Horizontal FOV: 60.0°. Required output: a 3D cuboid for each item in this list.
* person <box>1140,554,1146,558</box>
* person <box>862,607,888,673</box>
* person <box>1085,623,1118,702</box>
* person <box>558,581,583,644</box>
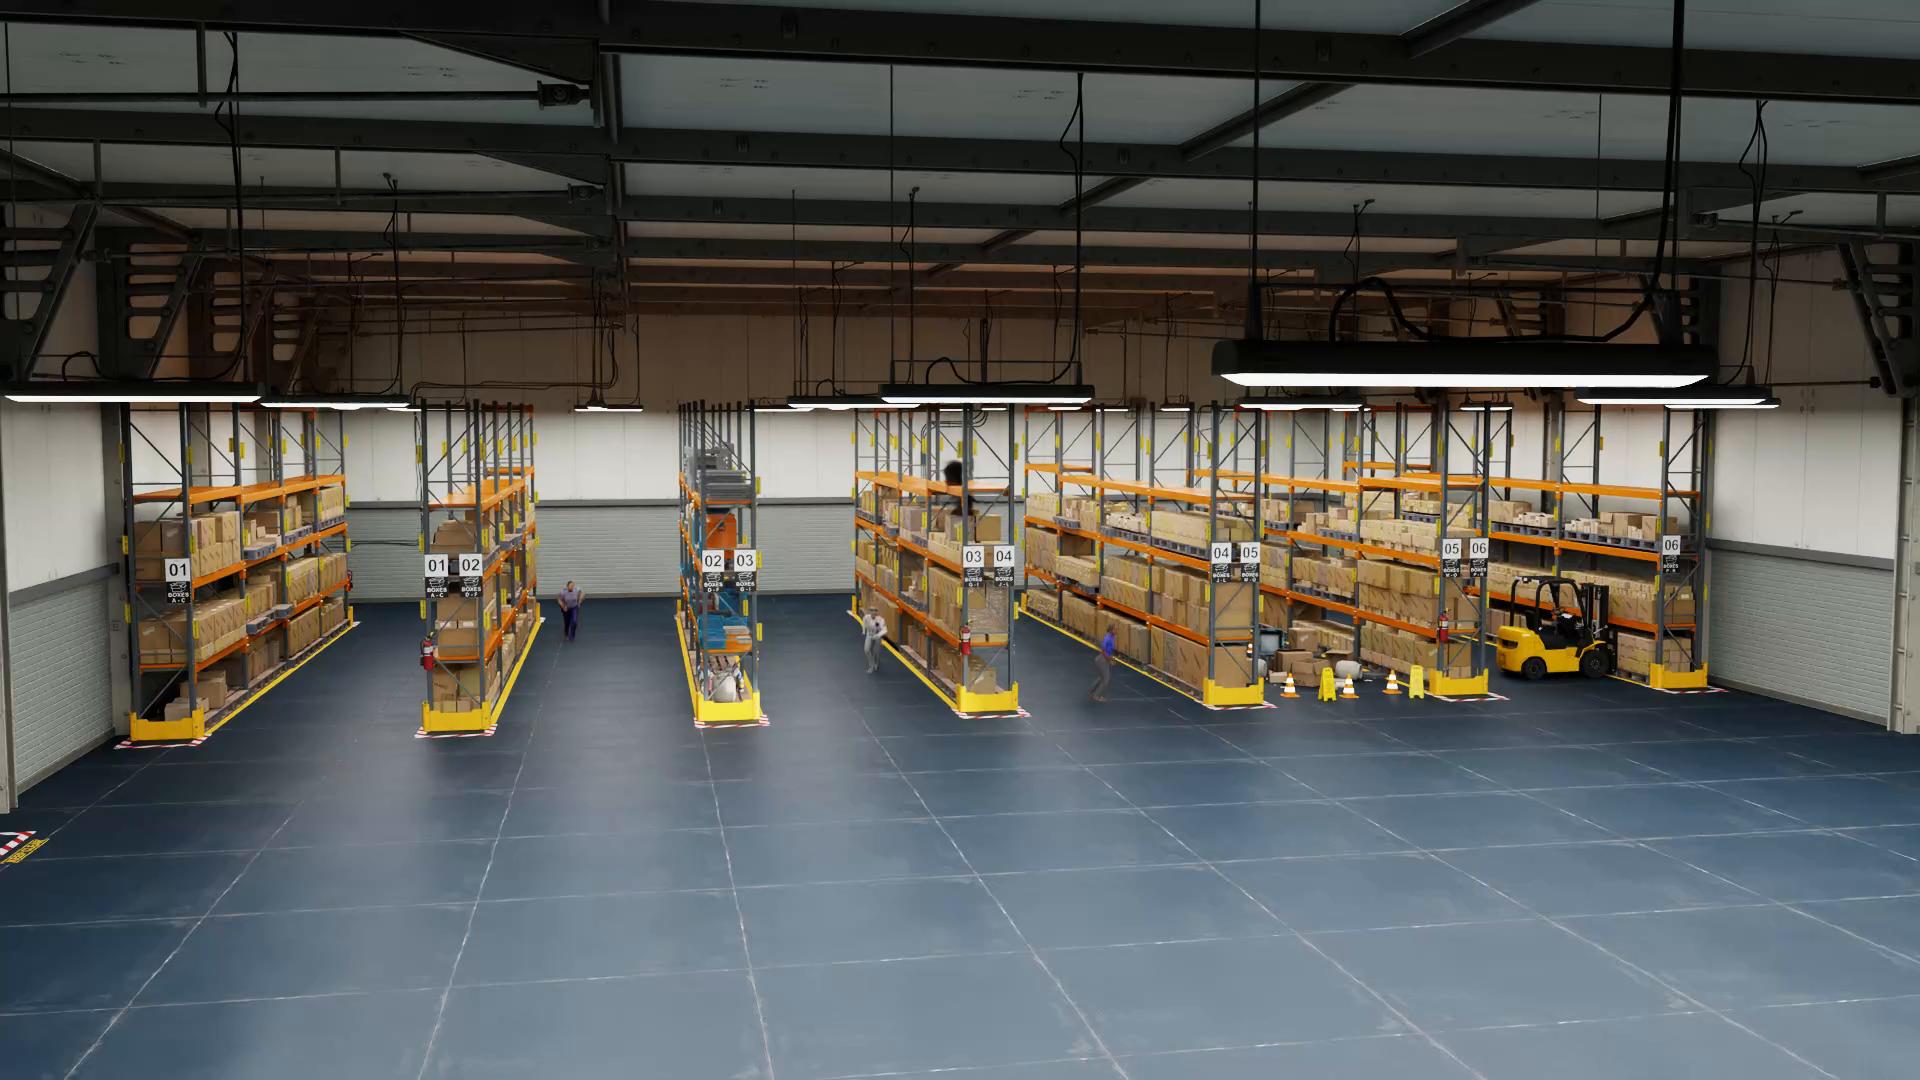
[{"bbox_3d":[5.354,1.265,47.777,0.565,1.711,0.689,4,6,42],"label":"person"},{"bbox_3d":[-1.875,2.176,36.881,0.622,1.468,1.045,1,4,7],"label":"person"},{"bbox_3d":[2.825,2.439,33.197,0.708,1.590,0.573,1,5,18],"label":"person"},{"bbox_3d":[-9.833,1.808,41.894,0.628,1.599,0.955,-2,5,-23],"label":"person"}]
